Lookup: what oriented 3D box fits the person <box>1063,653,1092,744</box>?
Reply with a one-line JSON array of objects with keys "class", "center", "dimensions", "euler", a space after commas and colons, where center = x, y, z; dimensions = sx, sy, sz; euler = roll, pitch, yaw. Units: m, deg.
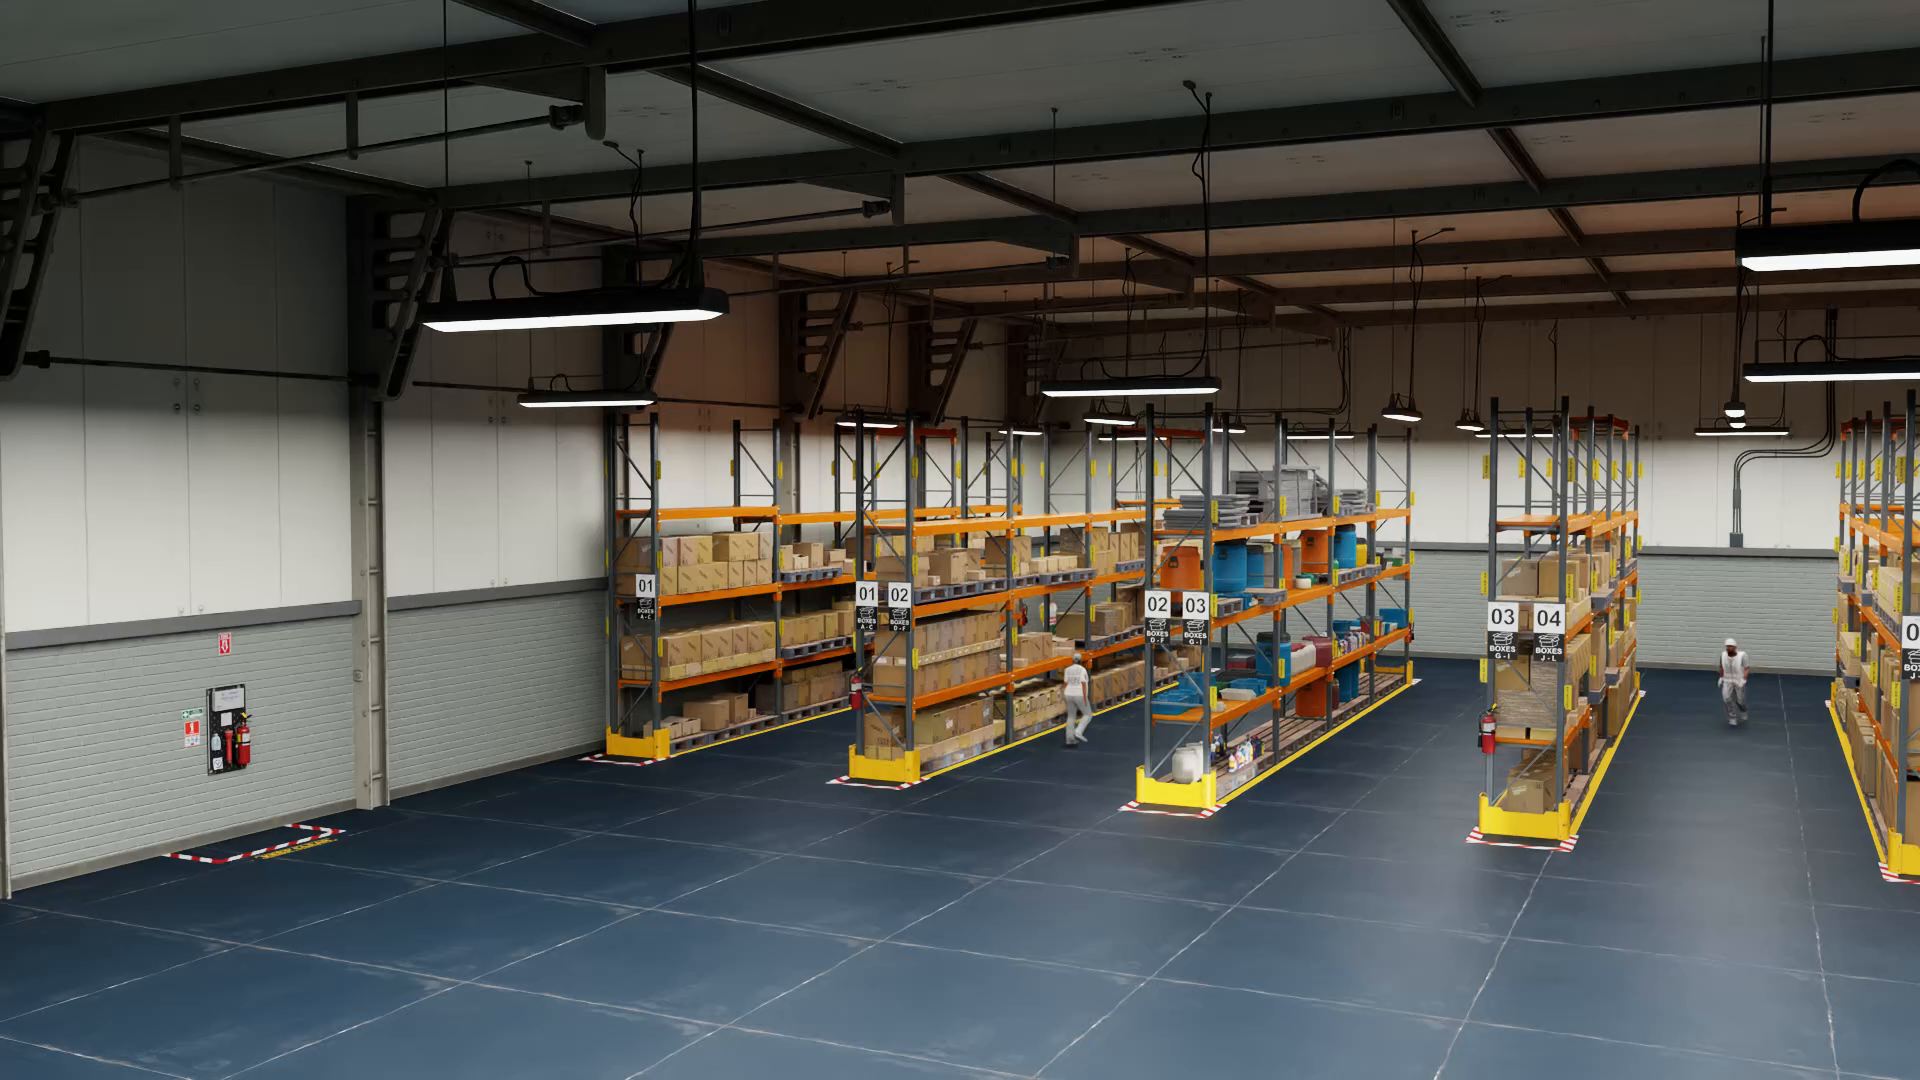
[{"class": "person", "center": [2.128, 2.889, 30.387], "dimensions": [0.525, 1.652, 0.453], "euler": [2, 3, 39]}]

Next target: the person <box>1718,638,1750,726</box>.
[{"class": "person", "center": [15.272, 2.778, 32.816], "dimensions": [0.607, 1.696, 0.798], "euler": [2, 3, 39]}]

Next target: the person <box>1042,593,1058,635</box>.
[{"class": "person", "center": [2.382, 2.256, 44.037], "dimensions": [0.626, 1.768, 0.616], "euler": [-2, 3, -39]}]
